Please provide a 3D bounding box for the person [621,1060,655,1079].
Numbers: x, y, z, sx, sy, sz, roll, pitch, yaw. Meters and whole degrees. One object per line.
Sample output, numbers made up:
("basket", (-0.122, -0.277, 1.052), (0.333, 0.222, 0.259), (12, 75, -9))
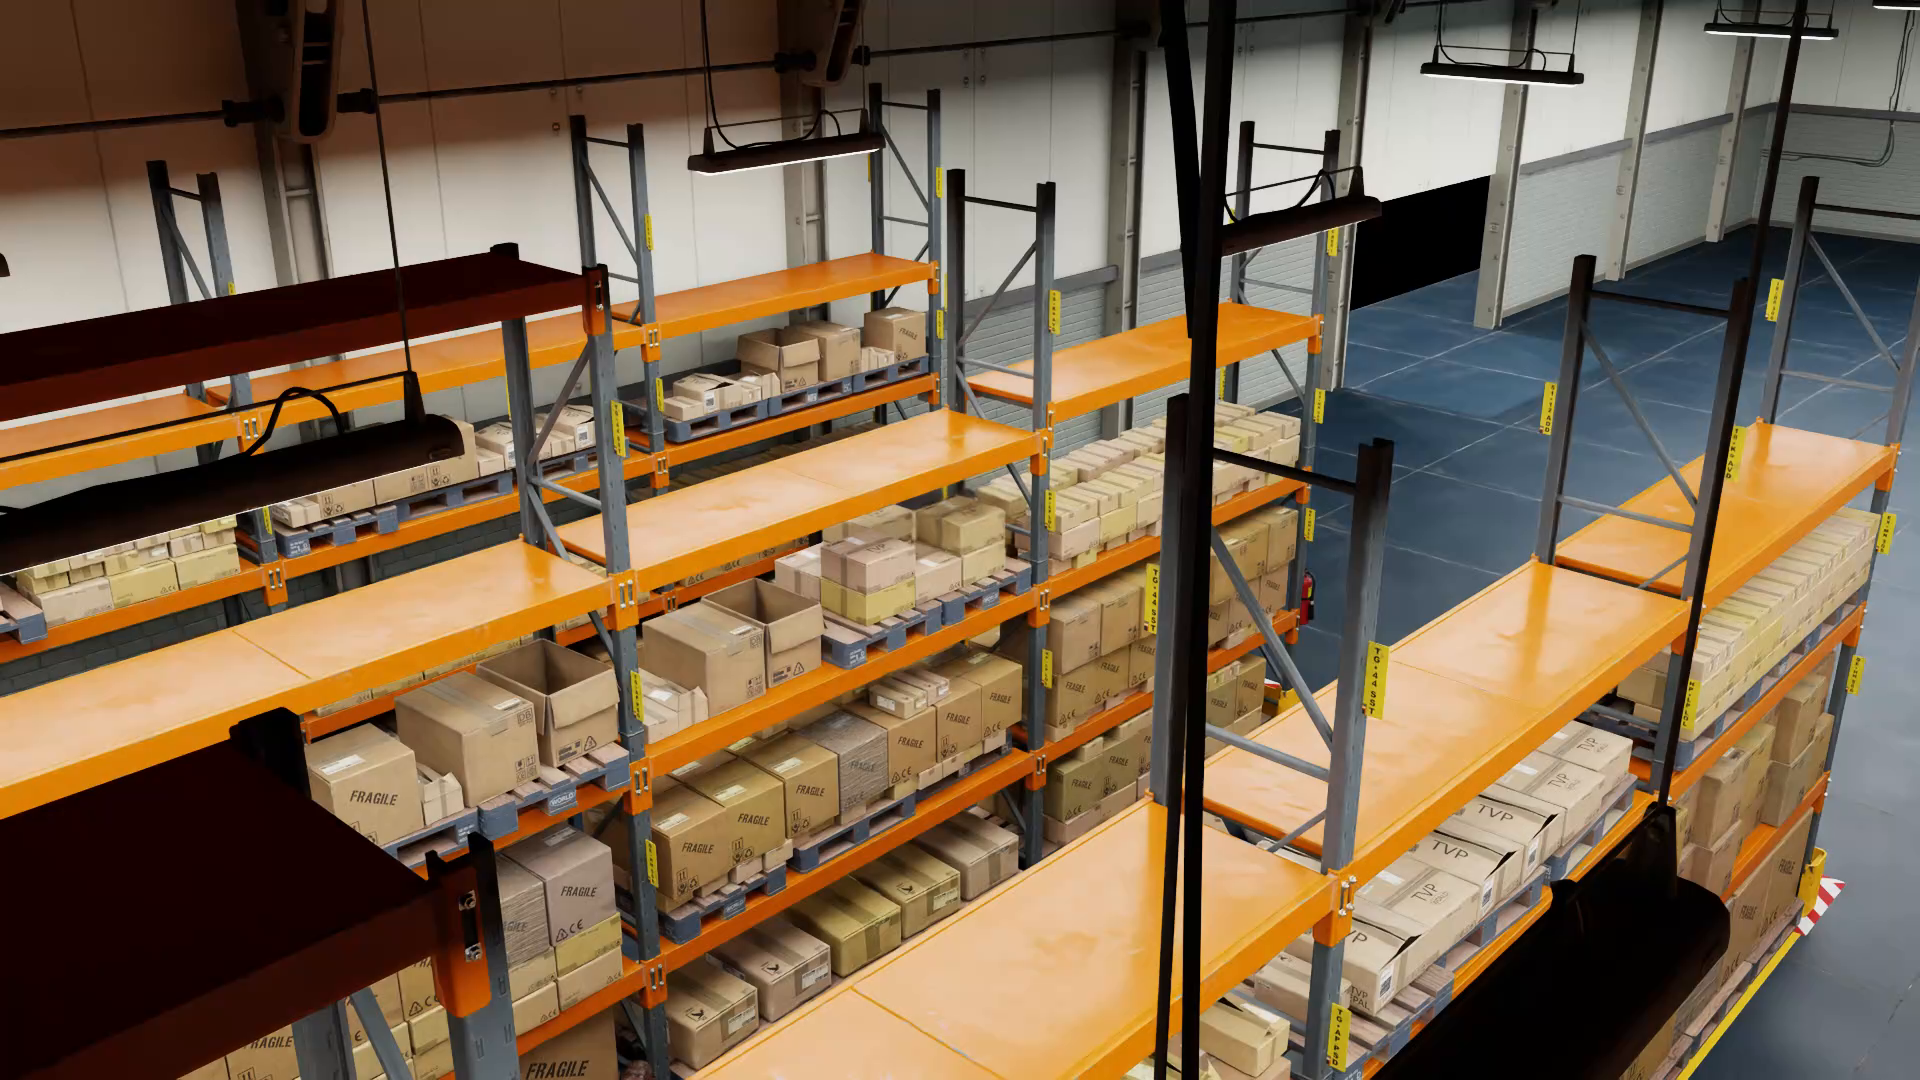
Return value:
("person", (-1.859, 3.771, 9.976), (0.499, 1.670, 0.507), (0, 21, 1))
